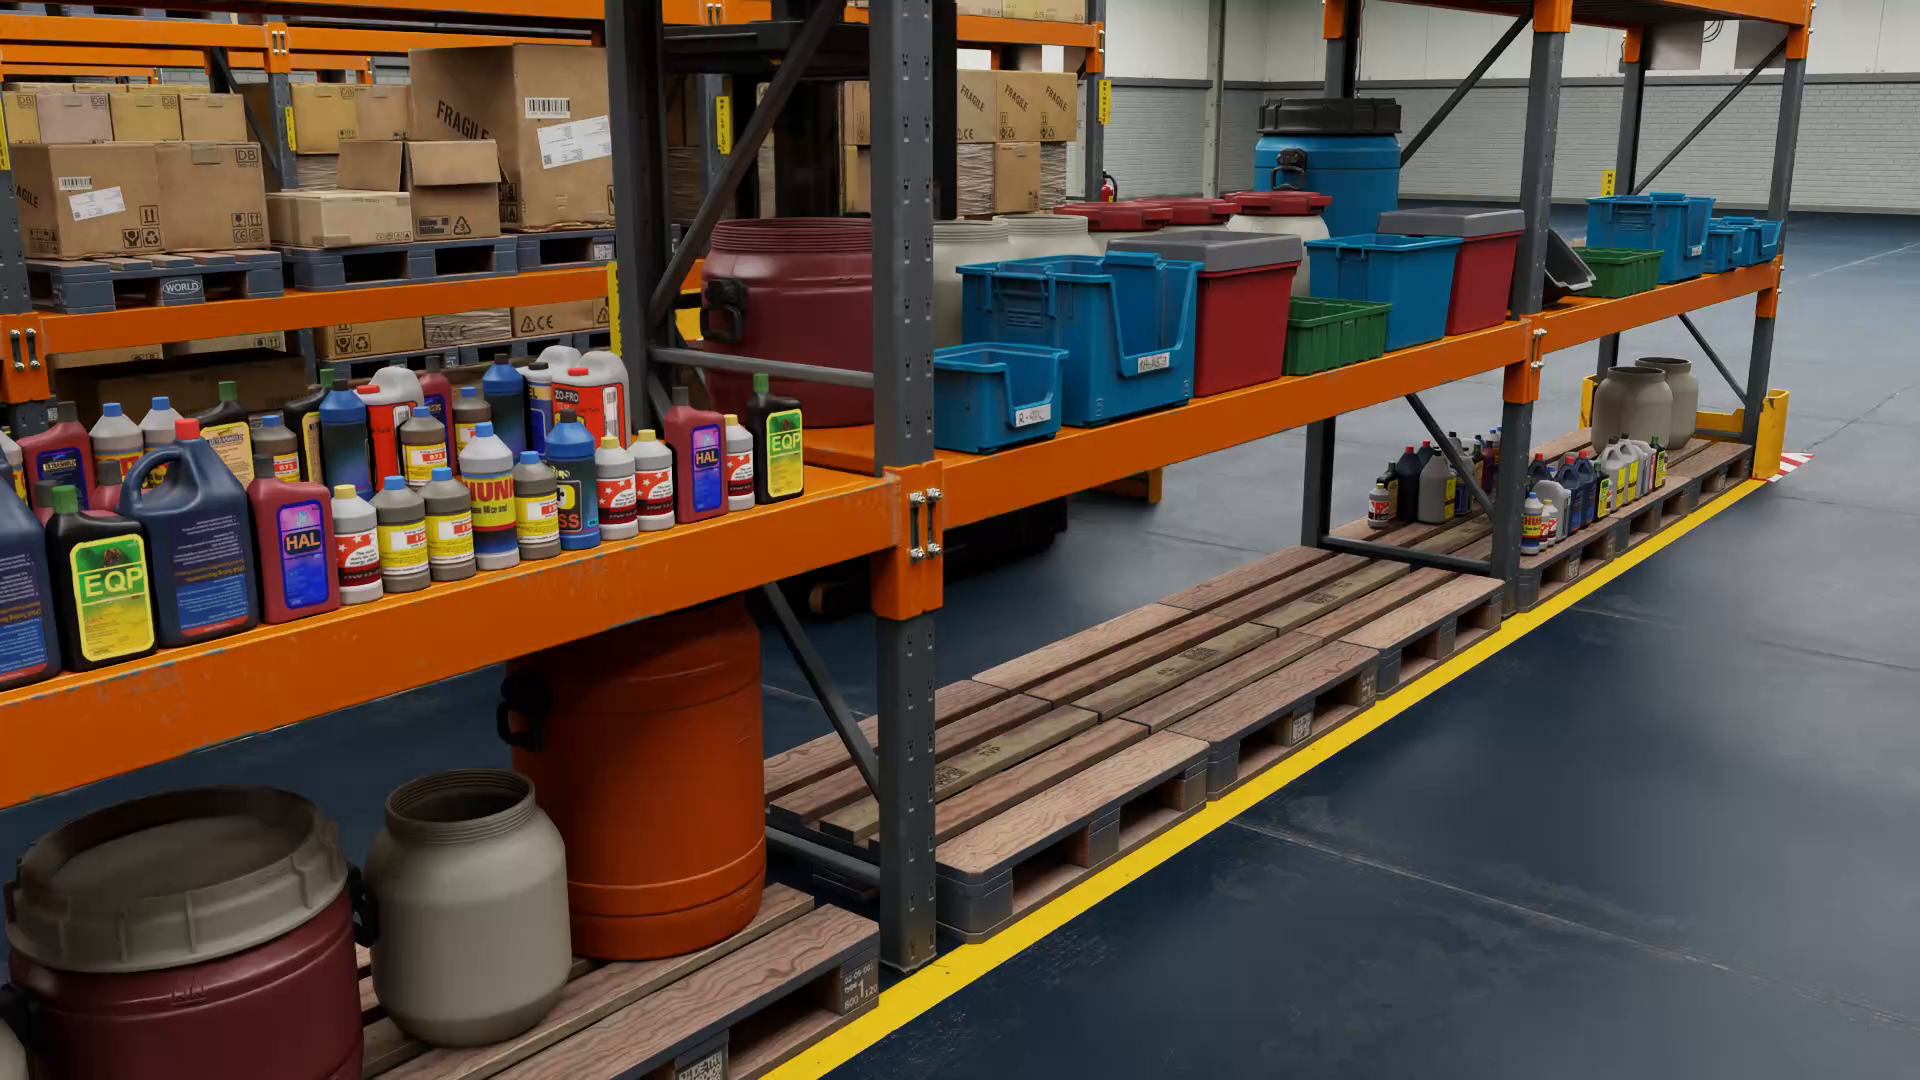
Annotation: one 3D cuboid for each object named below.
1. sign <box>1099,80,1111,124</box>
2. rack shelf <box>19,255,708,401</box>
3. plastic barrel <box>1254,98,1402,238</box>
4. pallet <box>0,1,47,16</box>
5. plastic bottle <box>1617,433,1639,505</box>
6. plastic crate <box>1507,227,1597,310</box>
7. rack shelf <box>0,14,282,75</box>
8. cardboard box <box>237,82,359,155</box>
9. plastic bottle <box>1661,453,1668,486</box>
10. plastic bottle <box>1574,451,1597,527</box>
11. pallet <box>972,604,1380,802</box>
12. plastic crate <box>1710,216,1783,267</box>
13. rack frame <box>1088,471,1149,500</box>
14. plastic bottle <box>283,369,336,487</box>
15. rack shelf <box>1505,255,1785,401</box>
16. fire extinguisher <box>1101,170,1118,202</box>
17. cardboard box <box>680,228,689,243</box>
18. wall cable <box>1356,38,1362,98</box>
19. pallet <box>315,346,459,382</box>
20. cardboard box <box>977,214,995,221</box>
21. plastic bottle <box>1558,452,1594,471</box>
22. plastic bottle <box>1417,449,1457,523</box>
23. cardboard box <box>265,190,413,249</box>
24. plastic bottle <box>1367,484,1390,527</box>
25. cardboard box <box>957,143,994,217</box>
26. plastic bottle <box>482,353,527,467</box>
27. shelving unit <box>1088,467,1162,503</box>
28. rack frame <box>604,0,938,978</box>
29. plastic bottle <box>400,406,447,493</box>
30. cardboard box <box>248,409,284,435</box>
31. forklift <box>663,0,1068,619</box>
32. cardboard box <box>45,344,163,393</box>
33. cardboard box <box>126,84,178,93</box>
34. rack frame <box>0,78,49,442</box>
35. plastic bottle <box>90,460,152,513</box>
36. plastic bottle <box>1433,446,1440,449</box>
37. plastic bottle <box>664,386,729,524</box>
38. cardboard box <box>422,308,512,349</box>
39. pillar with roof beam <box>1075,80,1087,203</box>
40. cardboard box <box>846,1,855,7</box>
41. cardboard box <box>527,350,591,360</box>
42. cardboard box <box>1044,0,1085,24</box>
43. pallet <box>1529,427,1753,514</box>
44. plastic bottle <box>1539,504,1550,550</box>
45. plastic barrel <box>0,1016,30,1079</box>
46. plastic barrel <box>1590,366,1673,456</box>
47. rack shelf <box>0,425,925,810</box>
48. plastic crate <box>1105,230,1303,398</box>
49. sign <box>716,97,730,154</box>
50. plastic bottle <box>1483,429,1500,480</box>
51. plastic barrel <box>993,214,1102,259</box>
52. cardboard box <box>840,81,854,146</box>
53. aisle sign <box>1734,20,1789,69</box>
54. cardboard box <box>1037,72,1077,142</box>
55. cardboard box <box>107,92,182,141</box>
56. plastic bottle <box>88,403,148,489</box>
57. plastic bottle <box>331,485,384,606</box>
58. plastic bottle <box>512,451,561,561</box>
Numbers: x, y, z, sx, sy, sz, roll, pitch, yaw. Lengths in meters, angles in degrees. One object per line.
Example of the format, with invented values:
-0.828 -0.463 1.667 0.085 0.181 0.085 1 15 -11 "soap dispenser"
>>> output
1.108 -3.352 12.731 0.100 0.325 0.005 11 18 38 "sign"
-3.082 -1.229 8.831 1.077 0.370 4.000 11 18 38 "rack shelf"
1.549 -1.411 7.065 0.600 0.901 0.708 11 18 38 "plastic barrel"
-7.070 -3.690 11.349 1.003 0.211 1.213 12 19 40 "pallet"
3.360 -0.368 8.464 0.144 0.351 0.185 12 19 40 "plastic bottle"
2.455 -1.245 7.558 0.767 0.338 0.504 11 18 38 "plastic crate"
-6.877 -3.470 11.560 1.077 0.370 4.000 11 18 38 "rack shelf"
-5.361 -3.409 13.454 0.875 0.550 0.550 11 18 38 "cardboard box"
3.728 -0.398 8.888 0.097 0.201 0.097 0 14 0 "plastic bottle"
2.976 -0.251 8.003 0.144 0.351 0.185 10 18 35 "plastic bottle"
0.797 0.548 6.037 1.003 0.211 1.213 11 18 38 "pallet"
4.459 -1.746 9.708 0.499 0.251 0.616 11 18 38 "plastic crate"
0.921 -0.995 9.494 0.500 1.500 0.032 12 18 39 "rack frame"
-1.421 -0.232 3.681 0.061 0.283 0.133 11 18 38 "plastic bottle"
3.284 -1.229 8.830 1.077 0.370 4.000 11 18 38 "rack shelf"
1.119 -2.640 13.081 0.296 0.674 0.183 11 18 38 "fire extinguisher"
-1.919 -1.926 10.623 0.380 0.149 0.250 11 18 38 "cardboard box"
9.714 -12.542 46.022 3.097 2.526 0.112 11 18 38 "wall cable"
-5.081 -1.530 14.217 1.003 0.211 1.213 11 18 38 "pallet"
0.037 -2.328 12.206 0.380 0.149 0.250 11 18 38 "cardboard box"
3.112 -0.314 8.404 0.152 0.276 0.135 11 18 38 "plastic bottle"
2.320 -0.270 8.079 0.144 0.351 0.185 11 18 38 "plastic bottle"
-3.107 -1.611 8.325 0.500 0.250 0.500 11 18 36 "cardboard box"
2.013 -0.169 7.987 0.097 0.201 0.097 0 14 0 "plastic bottle"
-0.247 -2.615 12.018 0.875 0.500 0.500 11 18 38 "cardboard box"
-1.105 -0.315 4.034 0.097 0.271 0.097 0 14 0 "plastic bottle"
0.588 -0.898 9.110 0.587 1.500 1.083 12 18 39 "shelving unit"
-0.487 -0.429 4.218 1.000 3.000 0.127 11 18 38 "rack frame"
-1.192 -0.195 3.702 0.097 0.201 0.097 0 14 0 "plastic bottle"
-3.595 -0.436 8.432 0.700 0.500 0.500 9 17 33 "cardboard box"
-0.780 -1.213 7.443 1.130 2.935 3.031 12 18 39 "forklift"
-6.549 -1.544 12.326 1.050 0.750 0.750 11 18 38 "cardboard box"
-8.414 -4.409 17.049 0.700 0.500 0.500 11 18 36 "cardboard box"
-4.339 -1.195 7.235 1.000 3.000 0.127 11 18 38 "rack frame"
-1.356 0.003 2.754 0.061 0.283 0.133 11 18 38 "plastic bottle"
2.398 -0.334 8.468 0.061 0.283 0.133 13 19 41 "plastic bottle"
-0.554 -0.184 3.494 0.061 0.283 0.133 11 18 38 "plastic bottle"
-4.606 -2.205 14.671 0.875 0.875 0.875 11 18 38 "cardboard box"
6.412 -11.872 37.079 9.100 9.000 0.400 11 18 38 "pillar with roof beam"
-1.015 -3.491 10.485 0.500 0.250 0.500 11 18 37 "cardboard box"
-2.228 -0.849 10.054 0.700 0.500 0.500 10 17 33 "cardboard box"
0.583 -3.977 12.397 0.500 0.250 0.500 12 18 39 "cardboard box"
4.015 -0.433 9.897 1.003 0.211 1.213 11 18 38 "pallet"
2.632 -0.064 7.574 0.097 0.201 0.097 0 14 0 "plastic bottle"
-1.776 1.008 2.762 0.421 0.512 0.421 0 14 0 "plastic barrel"
3.872 -0.725 9.583 0.421 0.512 0.421 0 14 0 "plastic barrel"
-1.744 0.303 2.799 1.077 0.370 4.000 11 18 38 "rack shelf"
0.767 -0.722 5.242 0.402 0.464 0.583 11 18 38 "plastic crate"
-1.391 -2.437 9.773 0.100 0.325 0.005 11 18 38 "sign"
2.881 -0.468 9.020 0.097 0.271 0.097 0 14 0 "plastic bottle"
0.258 -0.794 5.427 0.421 0.512 0.421 0 14 0 "plastic barrel"
-1.032 -2.781 10.641 0.500 0.500 0.500 11 18 38 "cardboard box"
4.817 -3.188 9.802 0.394 0.787 0.004 11 18 38 "aisle sign"
0.535 -3.261 12.529 0.500 0.500 0.500 11 18 38 "cardboard box"
-6.249 -3.086 12.446 0.700 0.500 0.500 11 18 37 "cardboard box"
-1.685 -0.138 3.337 0.097 0.271 0.097 0 14 0 "plastic bottle"
-1.069 0.005 2.914 0.097 0.201 0.097 0 14 0 "plastic bottle"
-0.825 -0.069 3.208 0.097 0.201 0.097 0 14 0 "plastic bottle"
